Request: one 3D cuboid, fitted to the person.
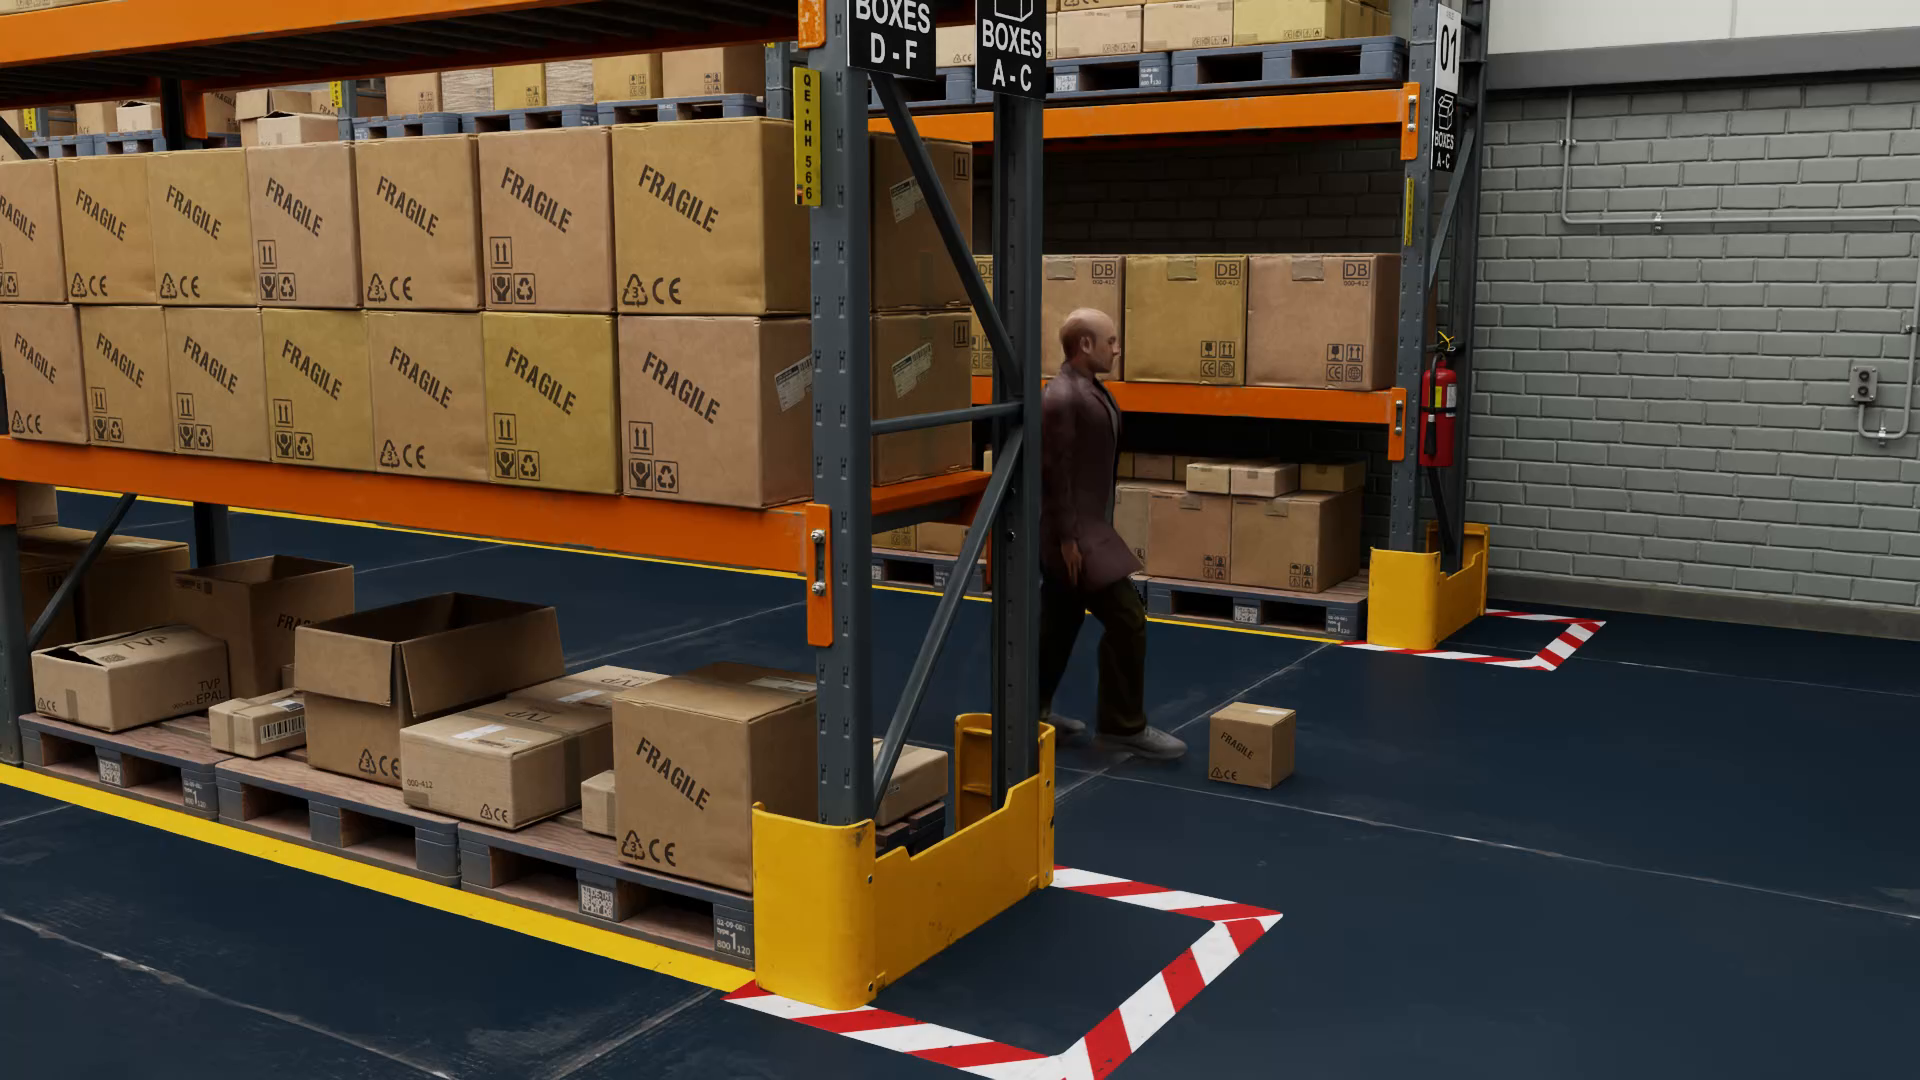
[{"bbox_3d":[0.514,-0.031,6.543,0.817,1.745,0.601,3,10,16],"label":"person"}]
